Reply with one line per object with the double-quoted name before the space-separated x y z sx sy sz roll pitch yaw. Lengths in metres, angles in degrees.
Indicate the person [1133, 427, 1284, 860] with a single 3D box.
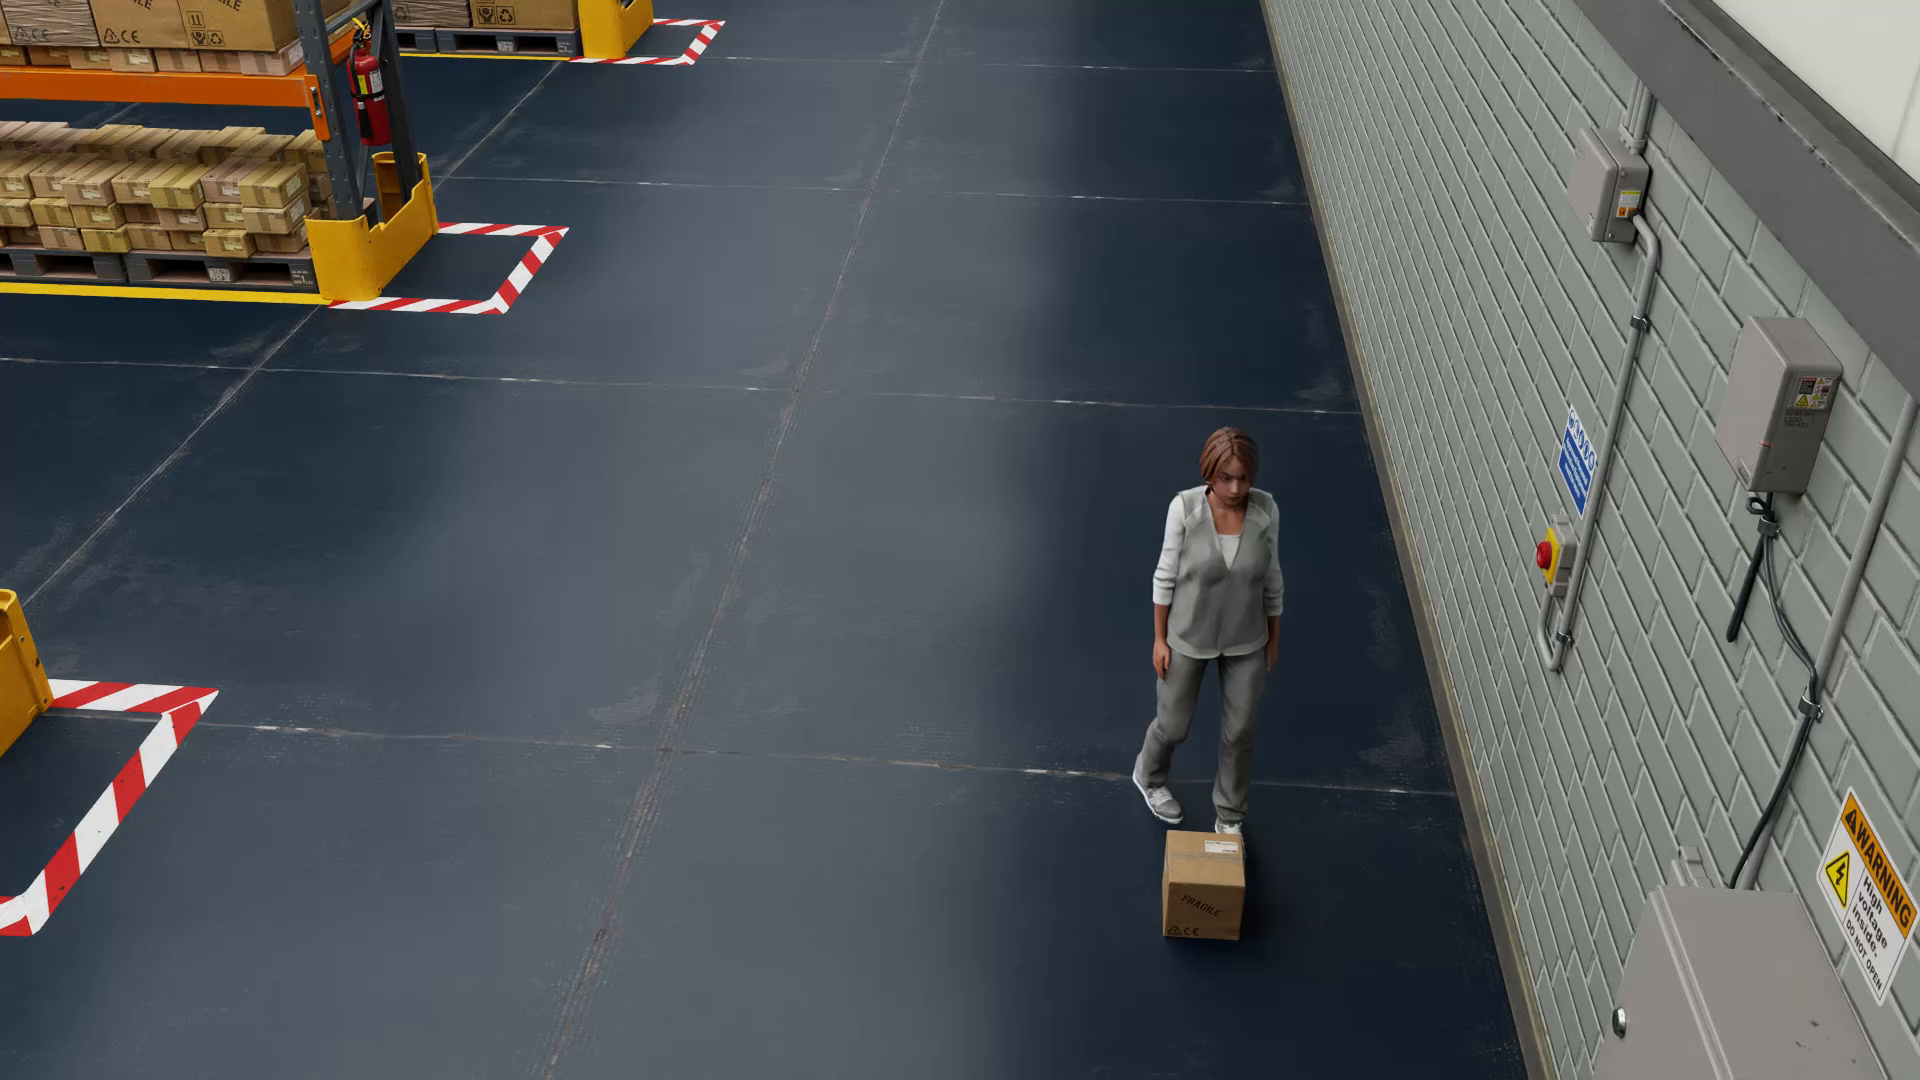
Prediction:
"person" 0.860 0.369 5.582 0.435 1.612 0.505 -1 32 -1
